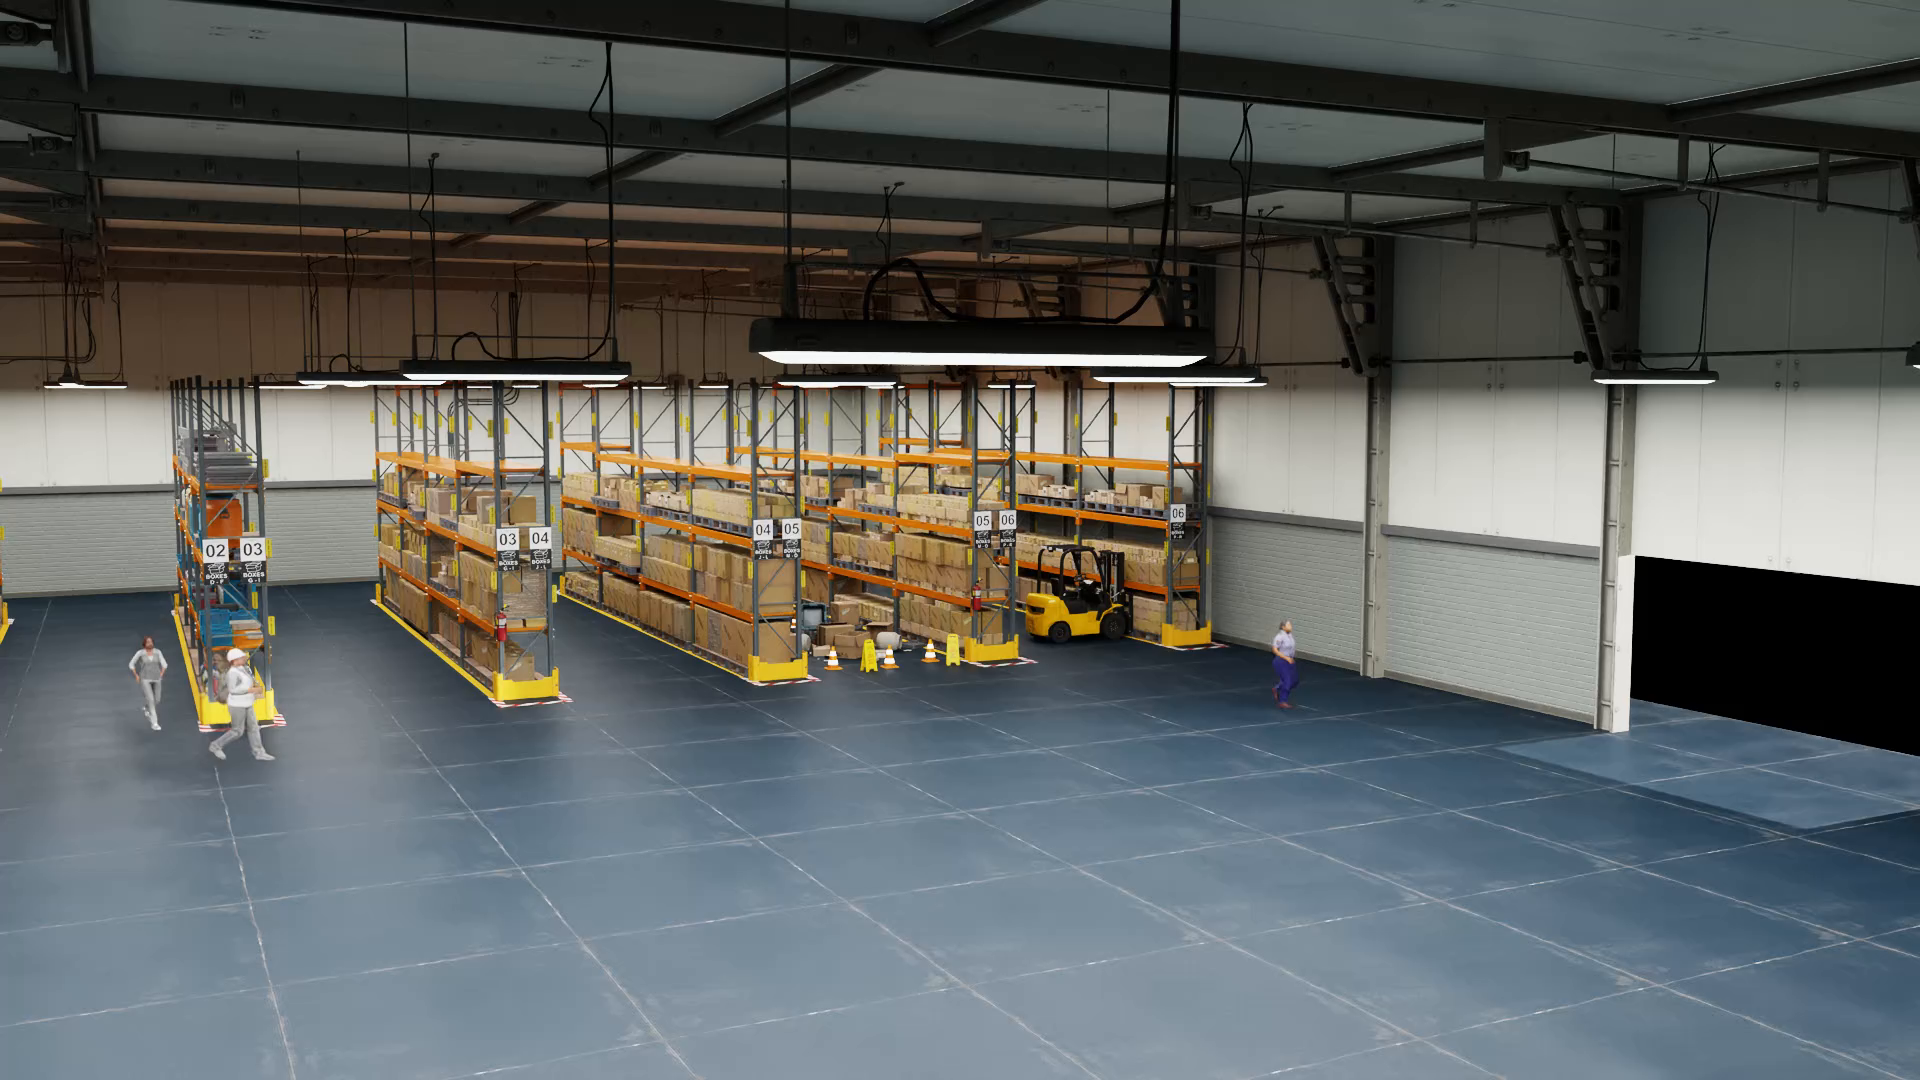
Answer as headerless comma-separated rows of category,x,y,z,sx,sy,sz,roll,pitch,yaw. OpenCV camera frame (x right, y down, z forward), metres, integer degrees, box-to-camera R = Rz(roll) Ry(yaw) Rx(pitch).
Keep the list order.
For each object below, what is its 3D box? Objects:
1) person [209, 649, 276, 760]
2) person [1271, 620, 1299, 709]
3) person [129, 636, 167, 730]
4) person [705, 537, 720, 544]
person,-11.058,2.544,25.562,0.955,1.764,0.660,0,5,-5
person,5.863,2.245,30.170,0.530,1.615,0.610,4,6,38
person,-13.821,2.418,28.341,0.565,1.564,0.823,-5,7,-42
person,-7.612,0.370,50.730,0.915,1.675,0.678,-1,5,-16
